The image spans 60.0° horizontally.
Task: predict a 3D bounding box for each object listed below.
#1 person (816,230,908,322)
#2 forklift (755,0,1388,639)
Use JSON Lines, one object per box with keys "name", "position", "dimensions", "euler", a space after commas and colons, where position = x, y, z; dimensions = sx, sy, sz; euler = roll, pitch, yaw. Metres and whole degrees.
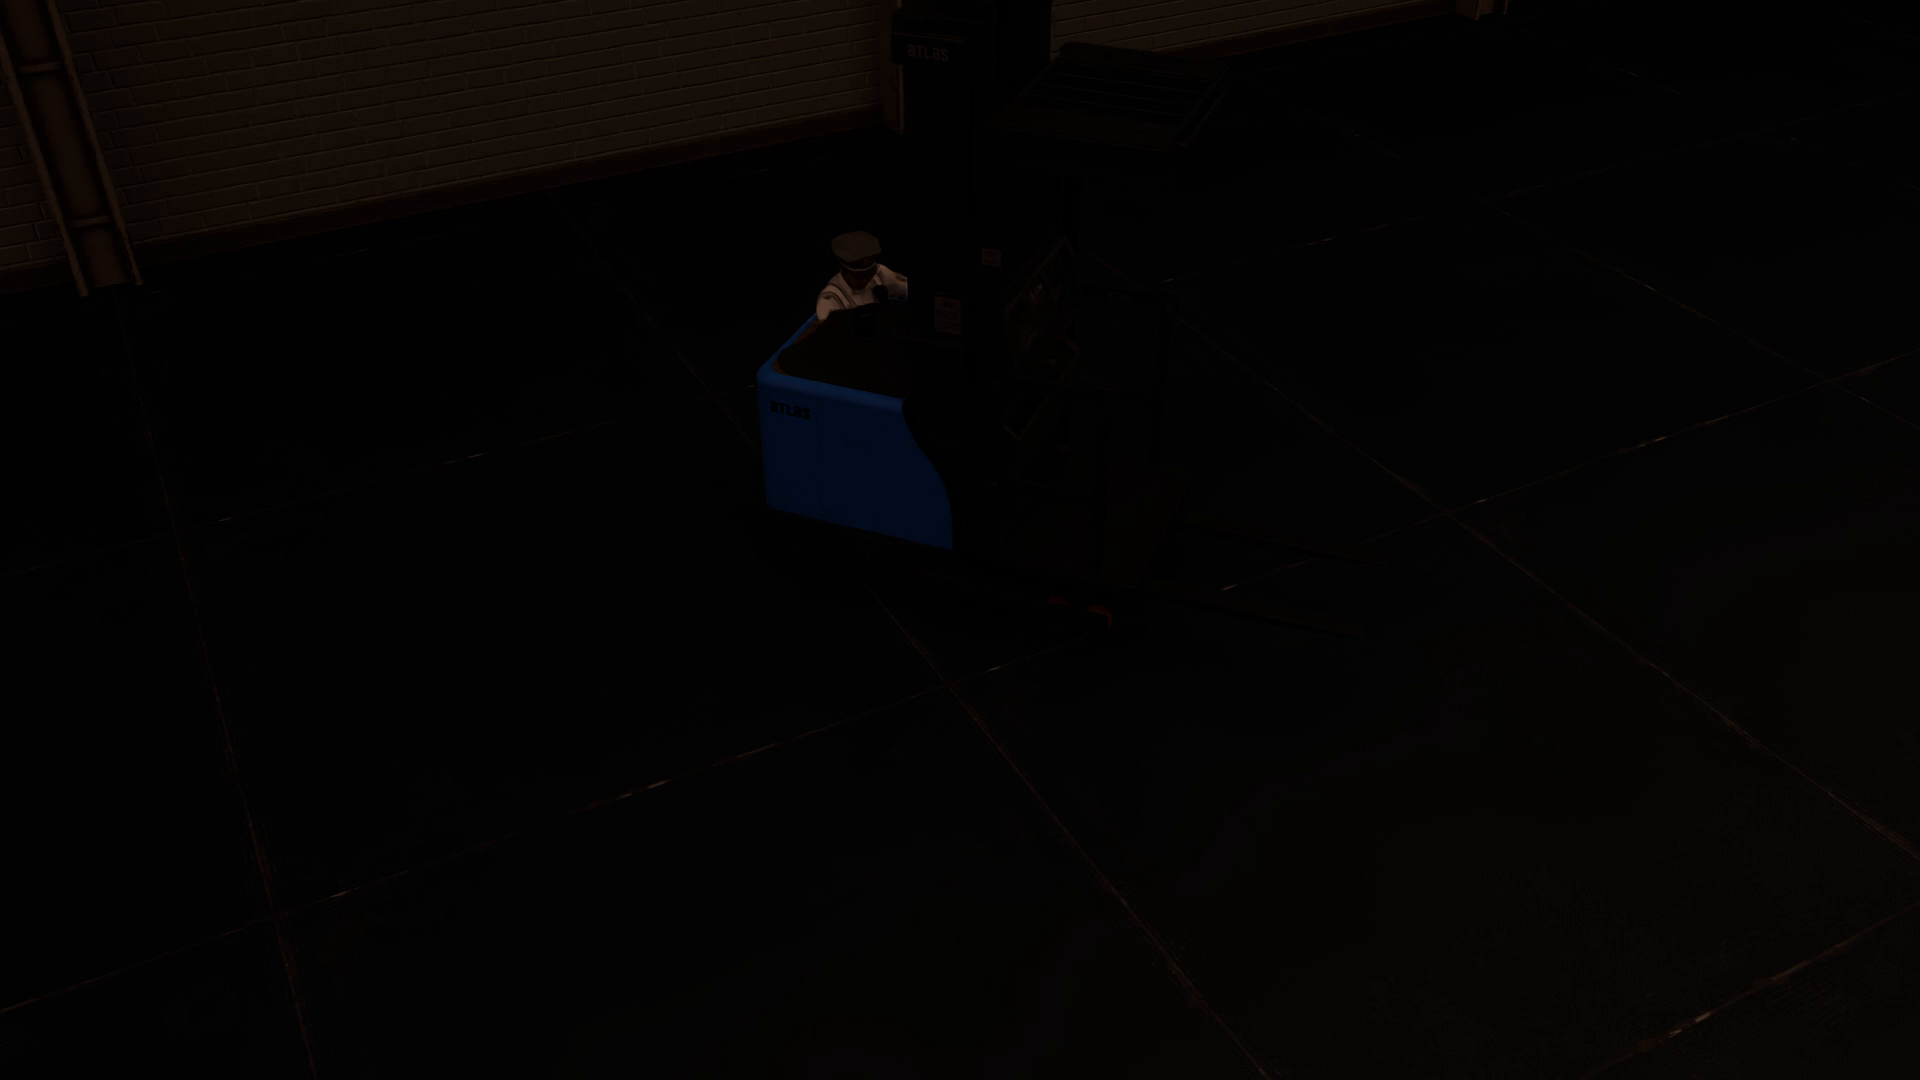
{"name": "person", "position": [-0.395, -0.883, 8.619], "dimensions": [0.890, 1.443, 0.711], "euler": [-25, 42, -31]}
{"name": "forklift", "position": [0.570, -1.070, 7.637], "dimensions": [3.031, 2.935, 1.130], "euler": [13, 37, 17]}
